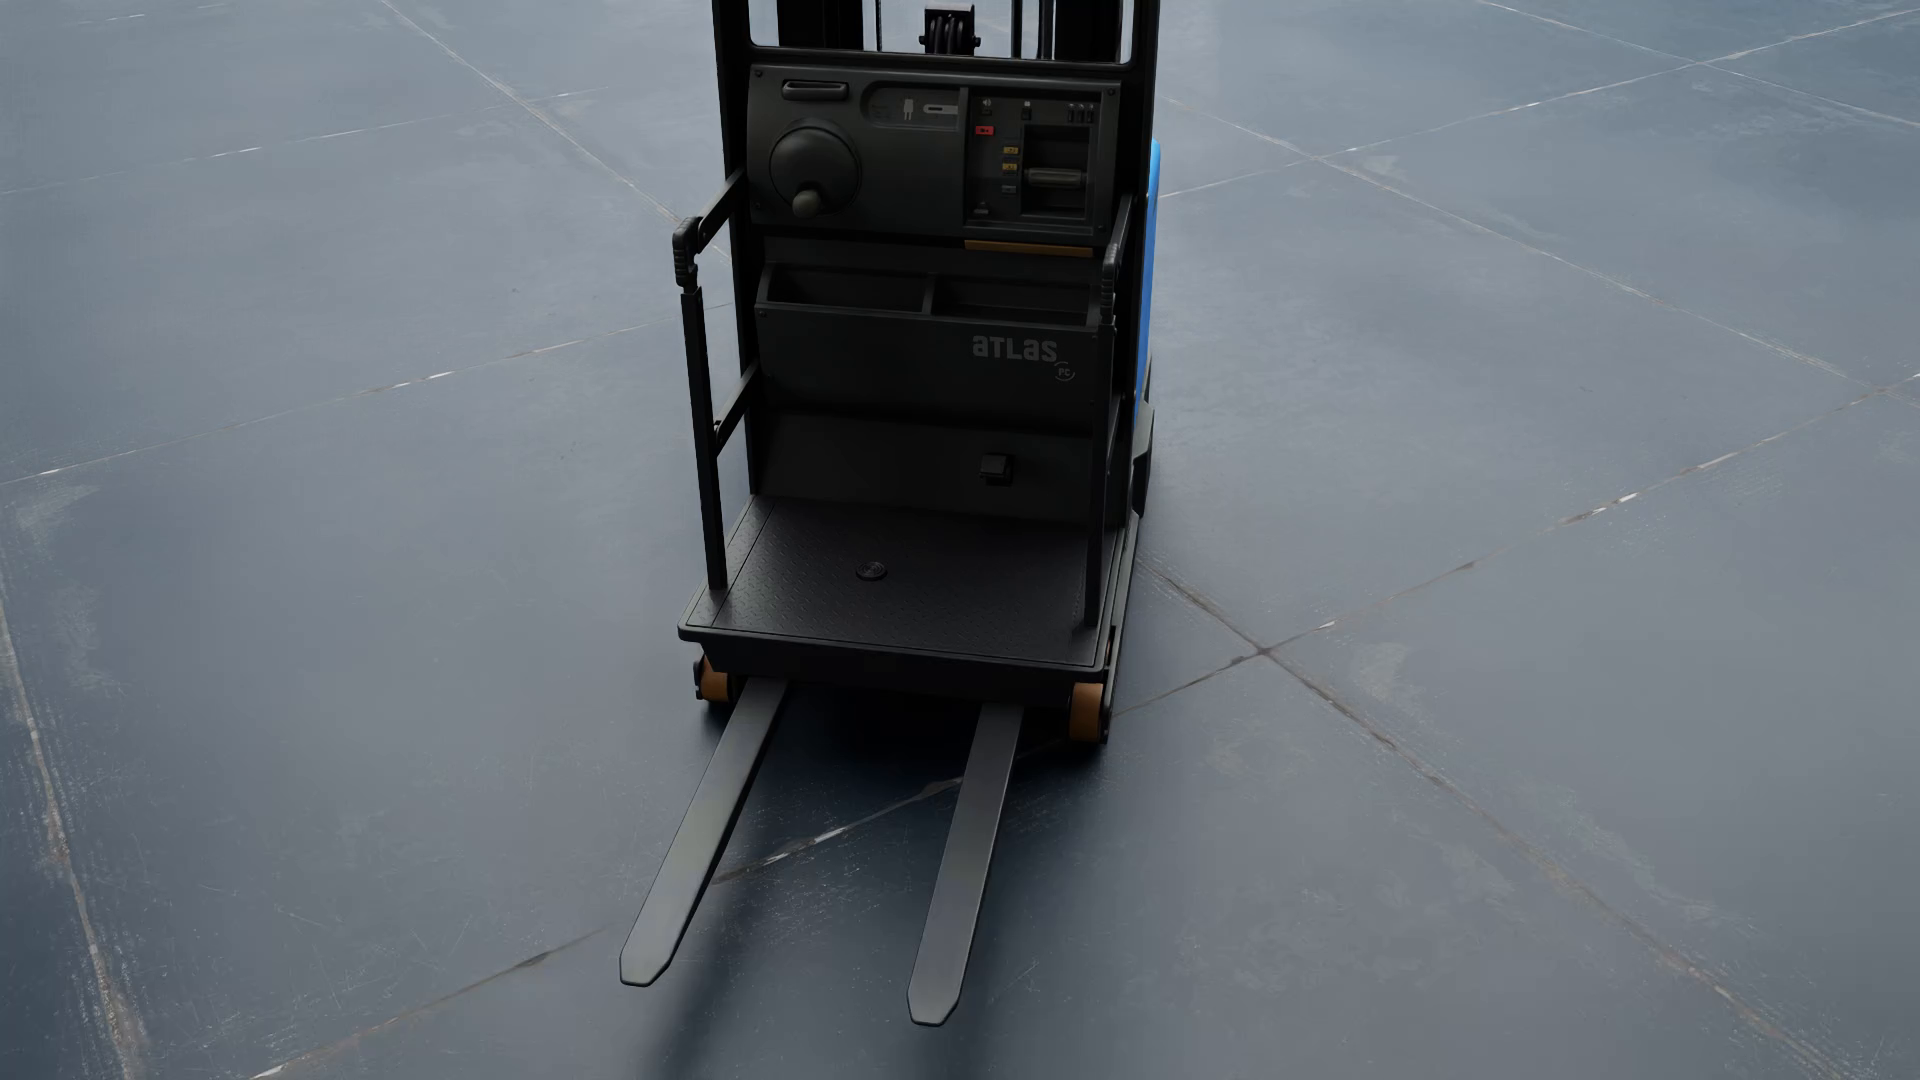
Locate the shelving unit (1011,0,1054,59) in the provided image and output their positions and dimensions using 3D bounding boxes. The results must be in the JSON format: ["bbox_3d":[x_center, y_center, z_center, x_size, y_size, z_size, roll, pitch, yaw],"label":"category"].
[{"bbox_3d":[-0.255,-1.282,5.875,1.048,1.500,0.538,-6,32,-9],"label":"shelving unit"}]

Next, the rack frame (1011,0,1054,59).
[{"bbox_3d":[0.245,-1.333,5.956,0.032,1.500,0.500,-6,32,-9],"label":"rack frame"}]

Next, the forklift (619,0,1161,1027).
[{"bbox_3d":[-0.107,-0.912,3.949,1.130,2.935,3.031,5,33,8],"label":"forklift"}]
